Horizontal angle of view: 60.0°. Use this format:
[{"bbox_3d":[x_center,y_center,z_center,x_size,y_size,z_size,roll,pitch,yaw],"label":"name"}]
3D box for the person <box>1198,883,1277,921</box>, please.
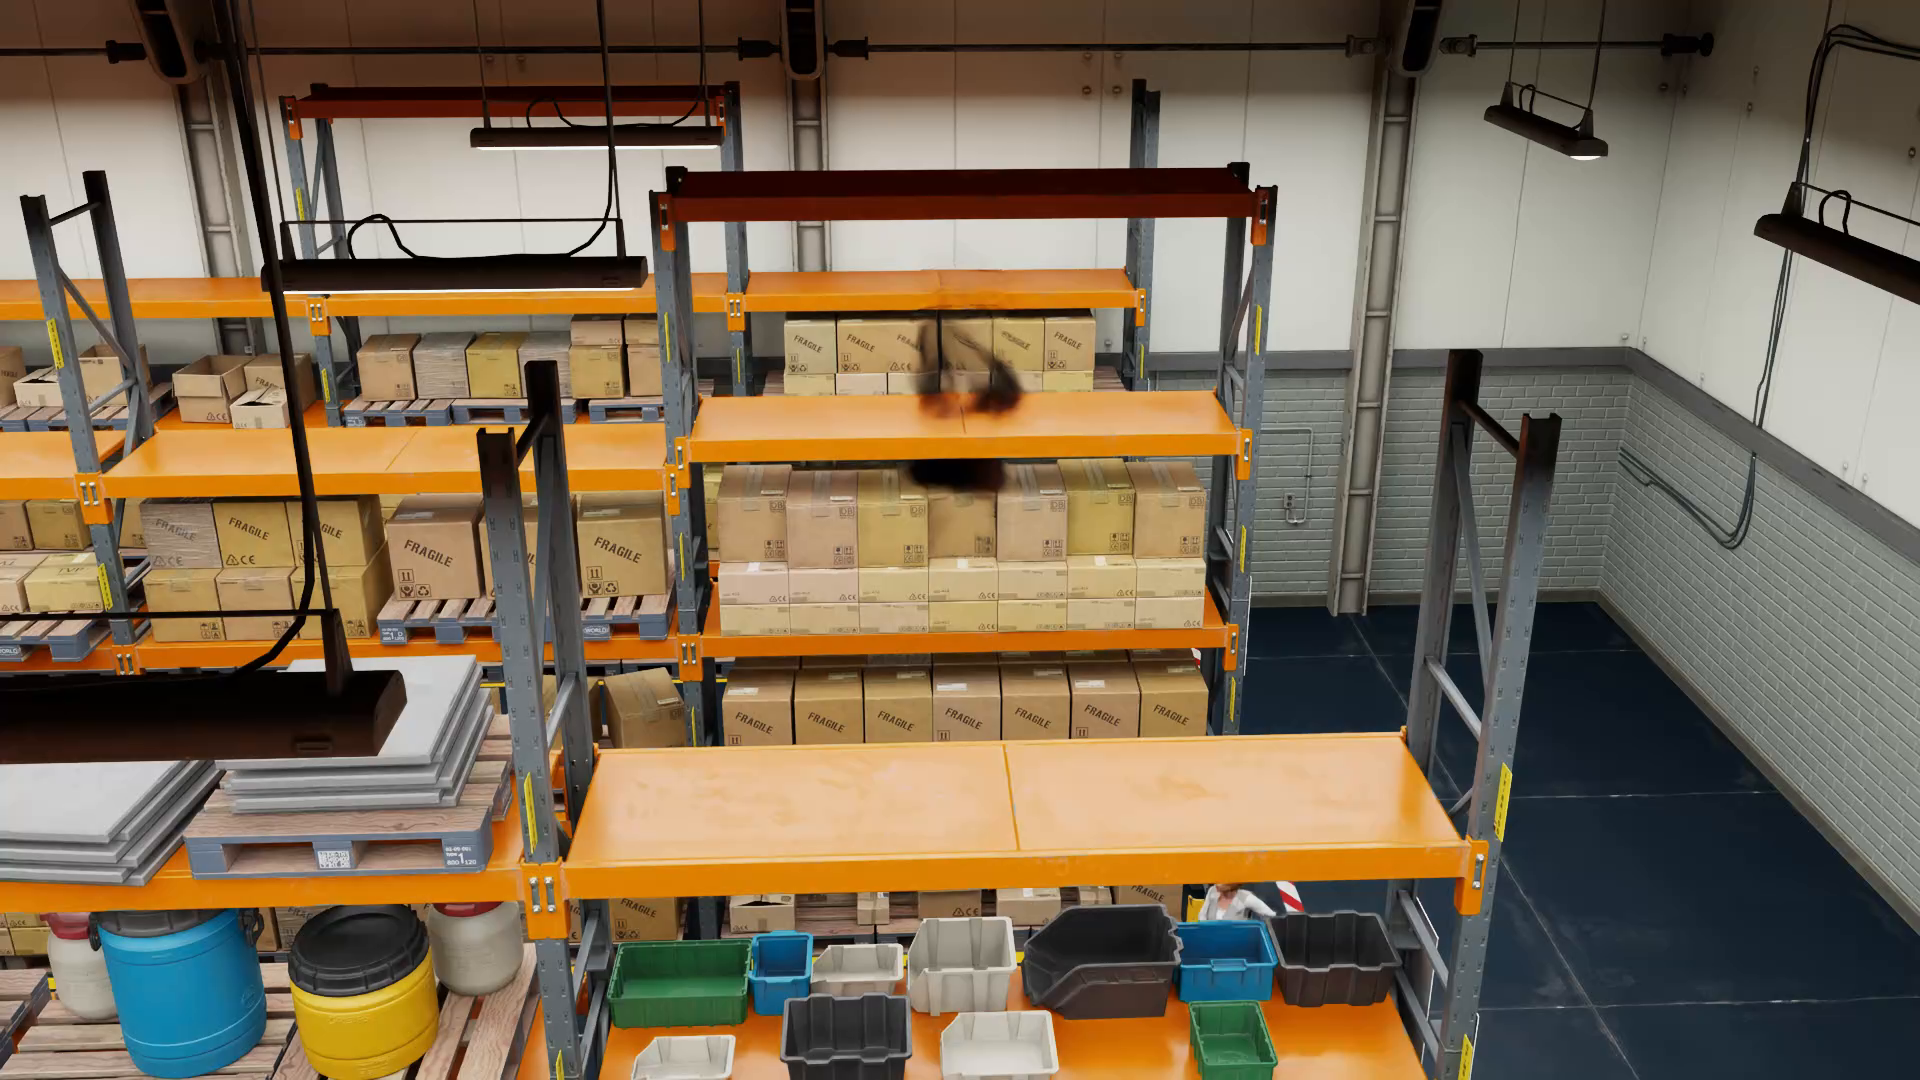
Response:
[{"bbox_3d":[1.909,2.947,11.727,0.844,1.581,0.528,-14,26,-31],"label":"person"}]
